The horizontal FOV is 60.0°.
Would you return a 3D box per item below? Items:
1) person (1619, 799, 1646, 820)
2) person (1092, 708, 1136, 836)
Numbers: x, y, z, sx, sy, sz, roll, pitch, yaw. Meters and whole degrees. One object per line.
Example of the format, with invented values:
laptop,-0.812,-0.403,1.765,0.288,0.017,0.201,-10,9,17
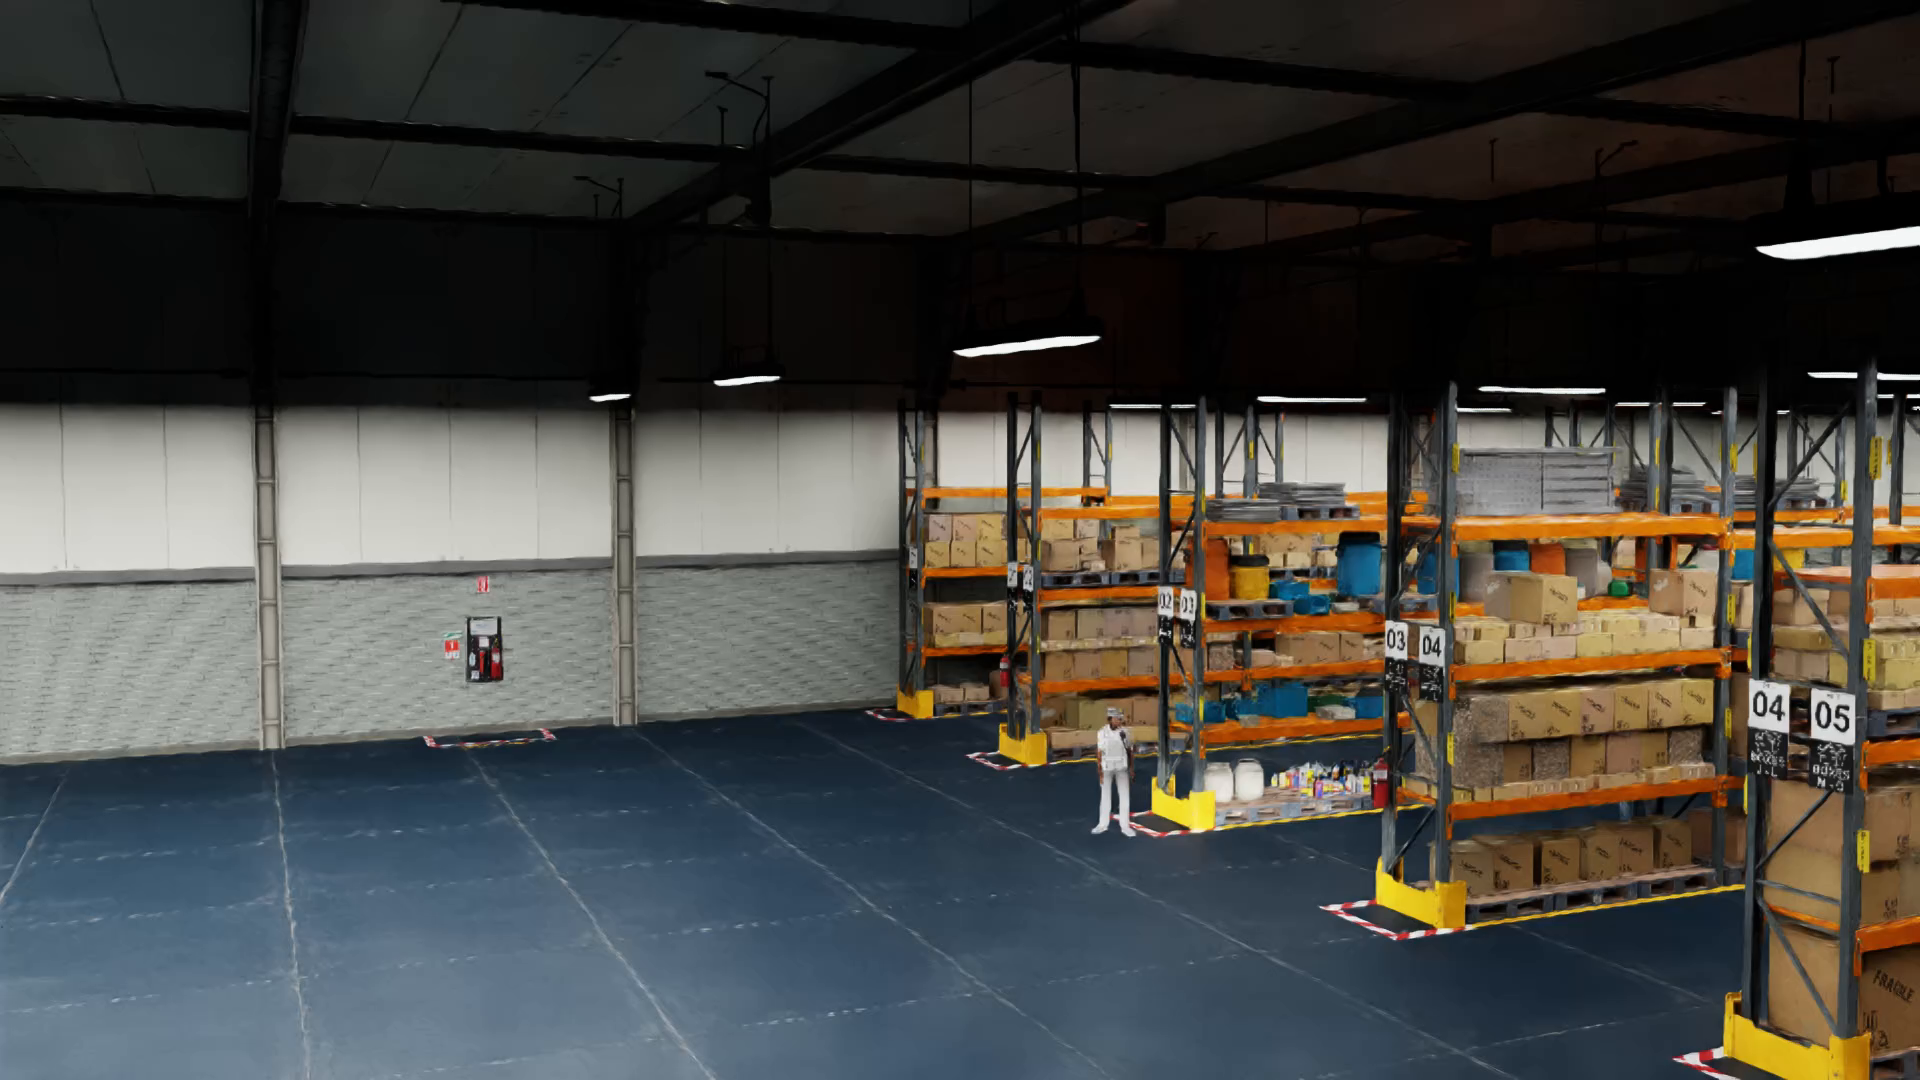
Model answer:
person,8.759,3.001,21.654,0.671,1.760,0.581,0,3,3
person,2.026,3.035,21.908,0.569,1.678,0.402,0,3,-1
